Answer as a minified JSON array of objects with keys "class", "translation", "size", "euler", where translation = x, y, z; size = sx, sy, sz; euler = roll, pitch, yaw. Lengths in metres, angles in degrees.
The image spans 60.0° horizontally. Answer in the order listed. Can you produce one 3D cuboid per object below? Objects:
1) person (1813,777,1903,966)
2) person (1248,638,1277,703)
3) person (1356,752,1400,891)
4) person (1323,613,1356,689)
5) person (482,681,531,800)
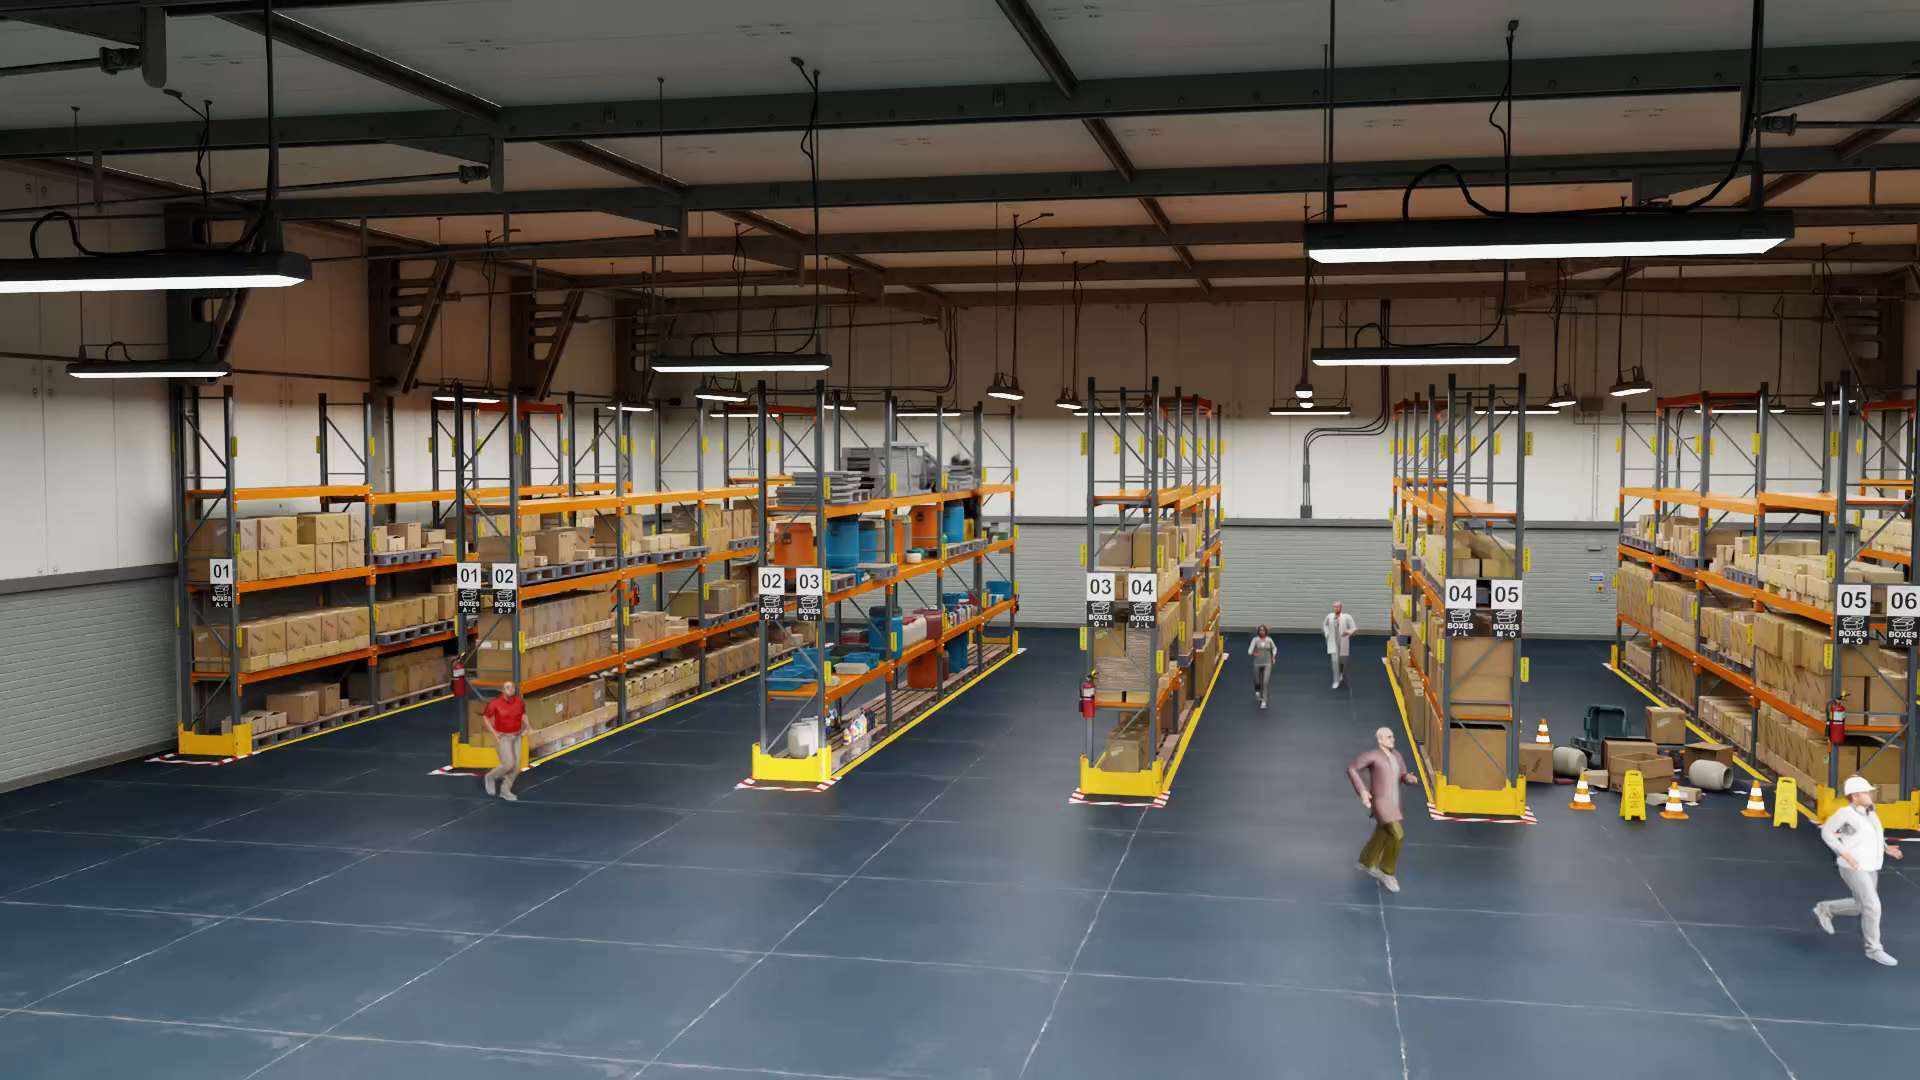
[{"class":"person","translation":[8.811,3.216,16.375],"size":[0.540,1.772,0.880],"euler":[-2,4,-33]},{"class":"person","translation":[5.833,2.501,32.072],"size":[0.548,1.267,0.657],"euler":[1,3,10]},{"class":"person","translation":[4.816,3.183,19.052],"size":[0.608,1.585,0.687],"euler":[-3,4,-43]},{"class":"person","translation":[7.917,2.288,34.762],"size":[0.694,1.561,0.898],"euler":[1,3,20]},{"class":"person","translation":[-6.404,2.841,23.619],"size":[0.631,1.697,0.649],"euler":[3,4,41]}]
